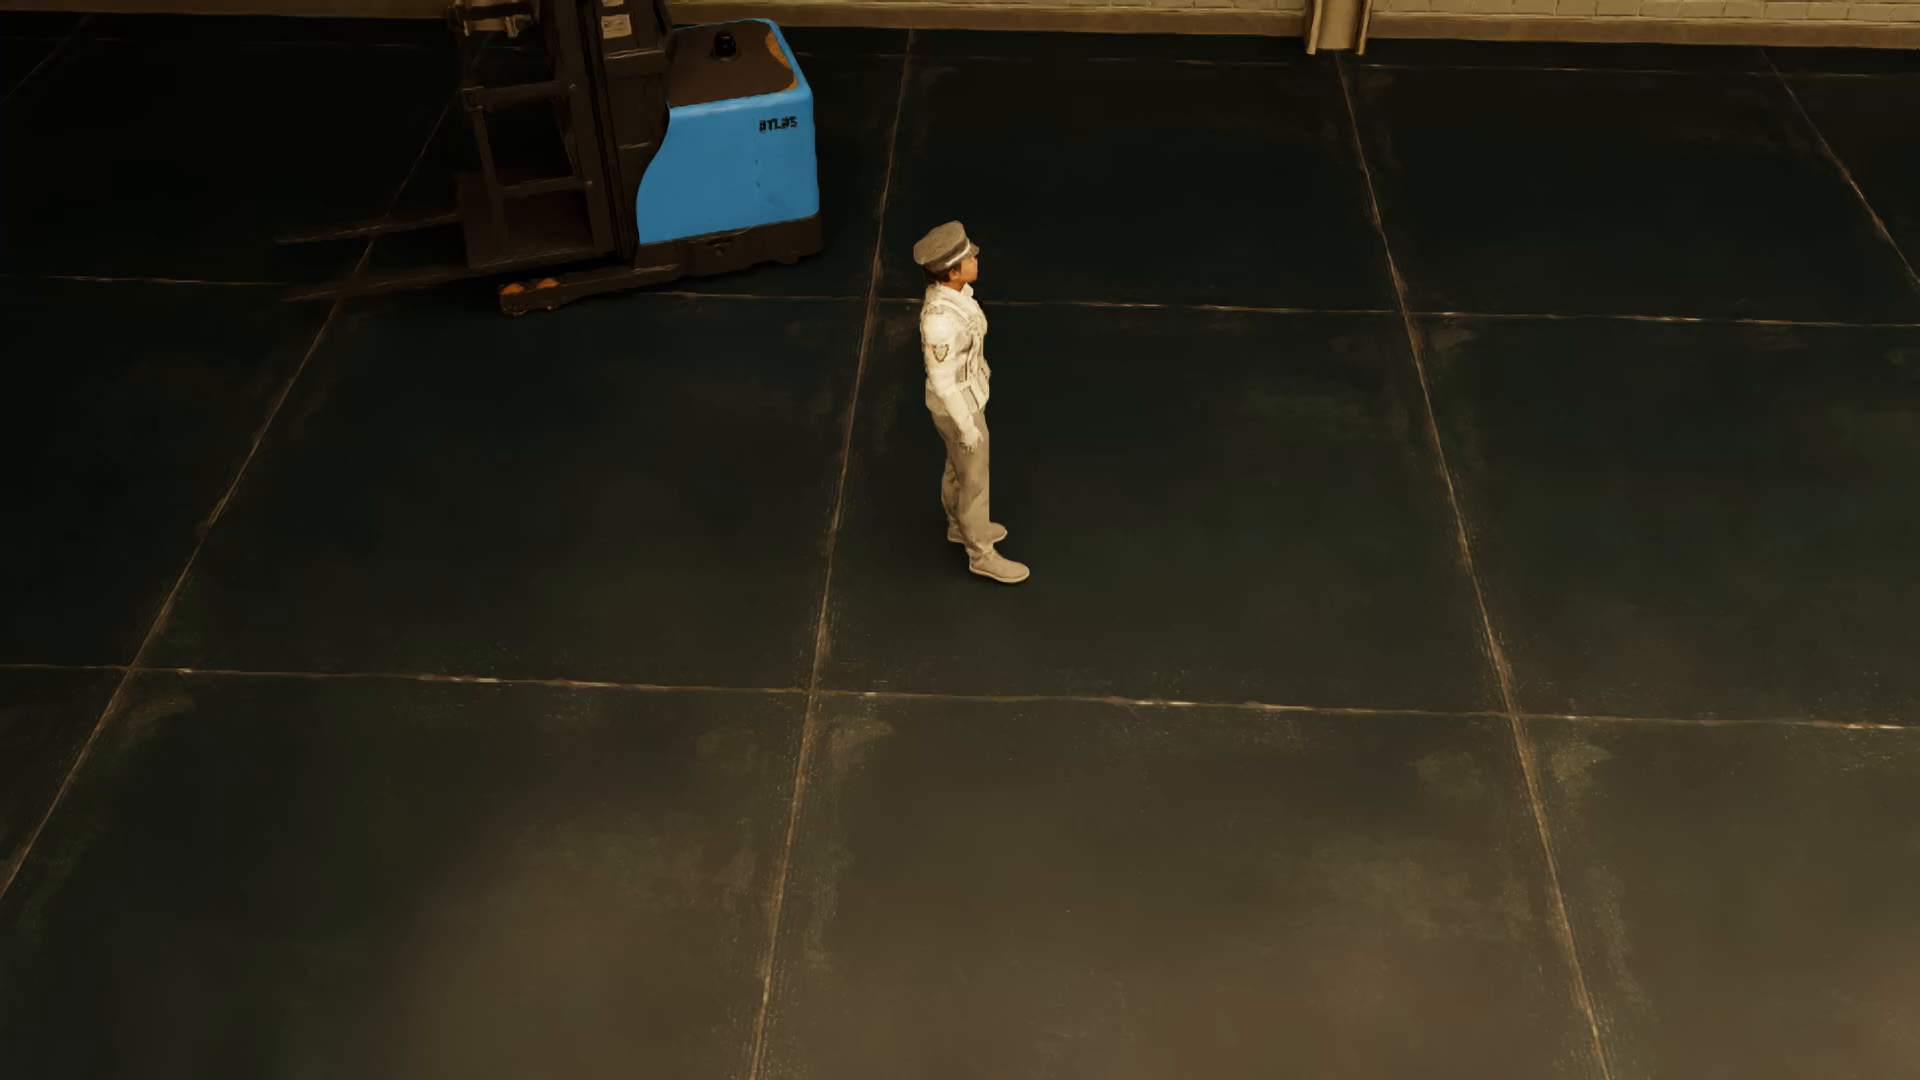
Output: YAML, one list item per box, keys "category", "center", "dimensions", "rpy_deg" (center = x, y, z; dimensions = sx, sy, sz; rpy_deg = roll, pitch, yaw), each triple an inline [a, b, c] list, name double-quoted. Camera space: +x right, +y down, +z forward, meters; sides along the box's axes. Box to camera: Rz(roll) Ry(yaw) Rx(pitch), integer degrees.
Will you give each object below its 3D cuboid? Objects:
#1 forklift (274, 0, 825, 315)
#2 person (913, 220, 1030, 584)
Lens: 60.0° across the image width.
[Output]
- category: "forklift"
  center: [-2.365, -2.737, 8.740]
  dimensions: [3.031, 2.935, 1.130]
  rpy_deg: [-12, 44, -13]
- category: "person"
  center: [0.067, -0.624, 7.332]
  dimensions: [0.532, 1.695, 0.586]
  rpy_deg: [2, 42, 2]
